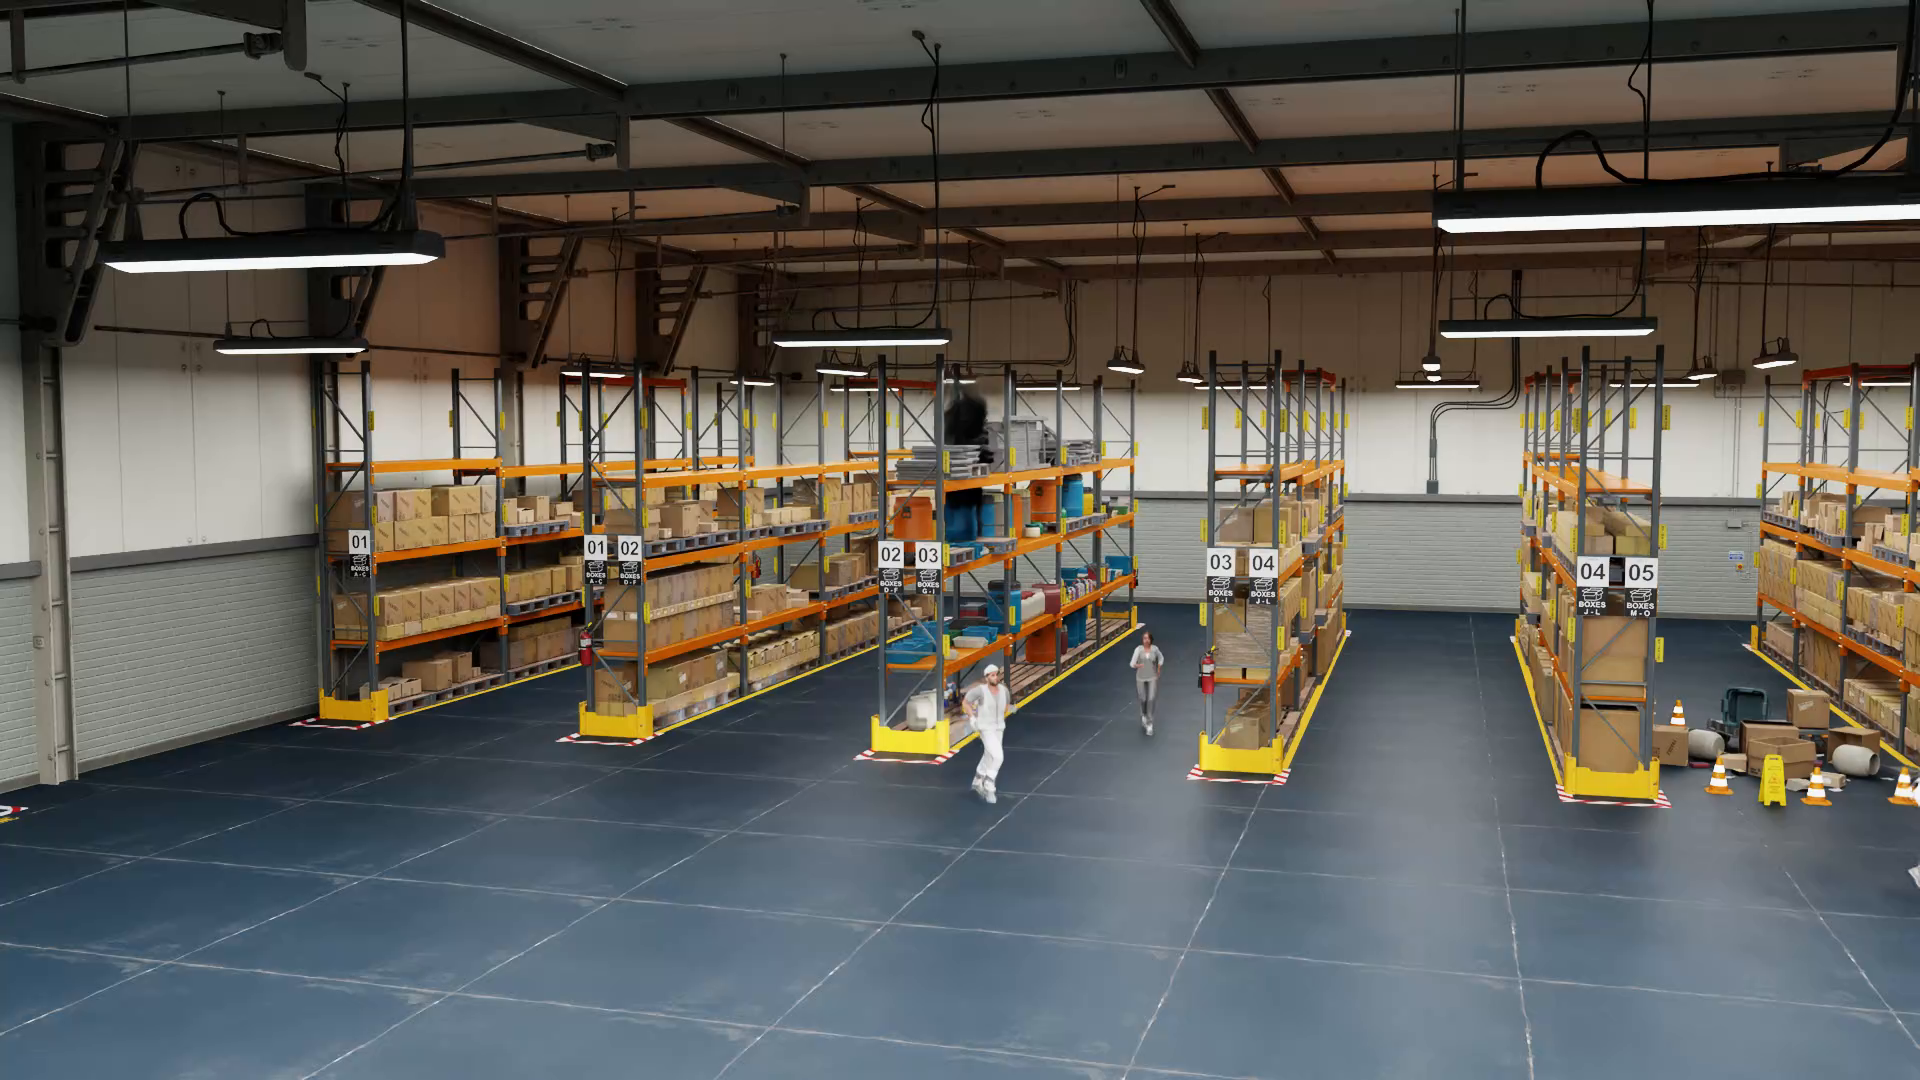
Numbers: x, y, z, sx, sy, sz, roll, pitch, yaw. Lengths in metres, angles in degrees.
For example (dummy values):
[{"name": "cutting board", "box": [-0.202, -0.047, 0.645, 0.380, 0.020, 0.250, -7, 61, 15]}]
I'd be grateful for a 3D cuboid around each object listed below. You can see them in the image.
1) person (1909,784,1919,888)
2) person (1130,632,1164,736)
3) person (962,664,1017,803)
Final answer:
[{"name": "person", "box": [10.179, 2.930, 17.068, 0.636, 1.660, 0.948, -2, 5, -30]}, {"name": "person", "box": [2.999, 2.269, 26.715, 0.531, 1.607, 0.838, 1, 4, 8]}, {"name": "person", "box": [0.434, 2.556, 21.998, 0.616, 1.838, 0.754, -3, 5, -39]}]
